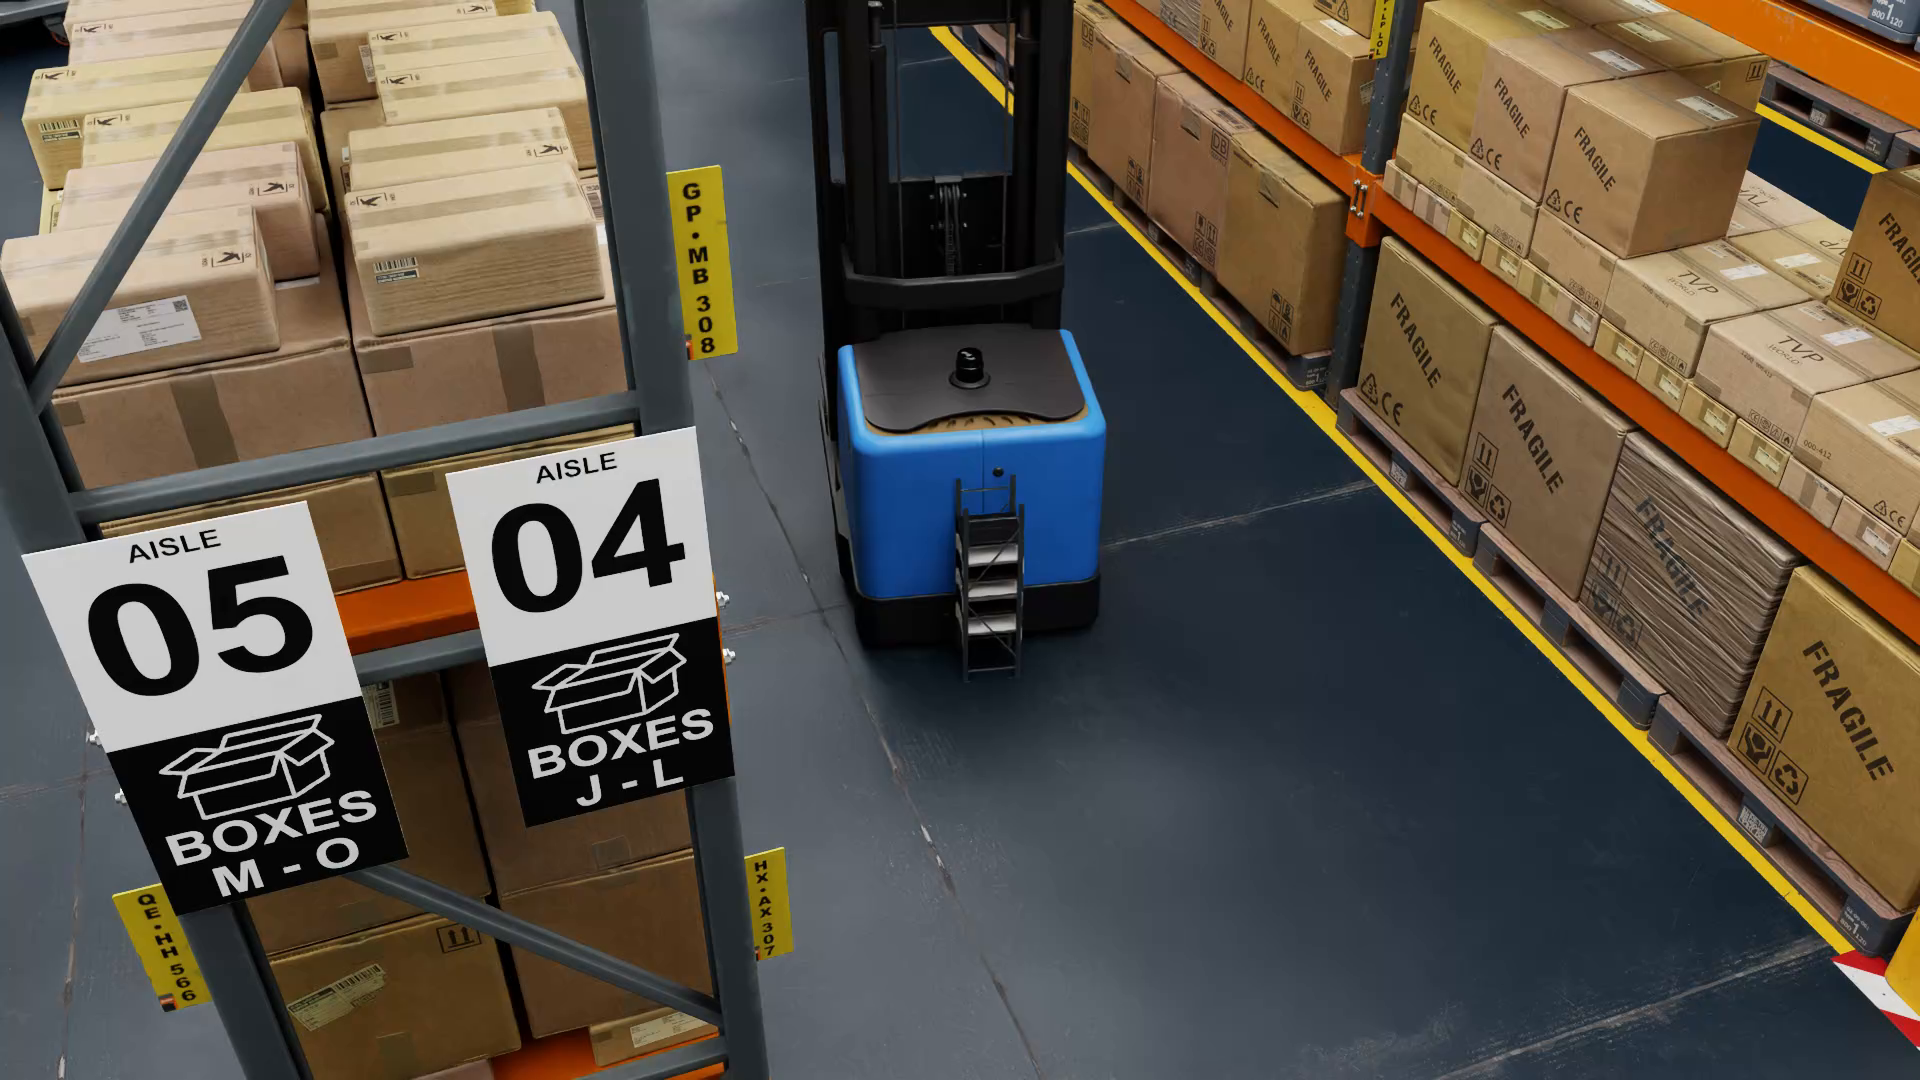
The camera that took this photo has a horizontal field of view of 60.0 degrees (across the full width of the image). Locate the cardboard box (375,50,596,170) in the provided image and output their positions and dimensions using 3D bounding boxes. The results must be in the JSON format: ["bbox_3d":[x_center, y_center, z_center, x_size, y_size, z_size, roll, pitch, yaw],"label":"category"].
[{"bbox_3d":[-0.912,-0.812,3.219,0.380,0.149,0.250,-12,39,-16],"label":"cardboard box"}]

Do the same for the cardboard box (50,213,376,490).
[{"bbox_3d":[-1.316,-0.314,2.889,0.500,0.250,0.500,-14,39,-17],"label":"cardboard box"}]

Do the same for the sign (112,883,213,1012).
[{"bbox_3d":[-1.447,0.747,3.040,0.100,0.325,0.005,-12,39,-16],"label":"sign"}]

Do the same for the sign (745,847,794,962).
[{"bbox_3d":[-0.410,0.774,3.510,0.100,0.325,0.005,-12,39,-16],"label":"sign"}]

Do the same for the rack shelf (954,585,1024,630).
[{"bbox_3d":[0.118,0.267,6.853,0.258,0.077,0.200,-5,37,-6],"label":"rack shelf"}]

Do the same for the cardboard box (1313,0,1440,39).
[{"bbox_3d":[2.169,-2.797,8.054,0.797,0.503,0.637,-13,39,-17],"label":"cardboard box"}]

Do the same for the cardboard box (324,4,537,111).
[{"bbox_3d":[-1.169,-0.990,3.788,0.500,0.250,0.500,-12,39,-15],"label":"cardboard box"}]

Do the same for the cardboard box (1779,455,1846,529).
[{"bbox_3d":[3.079,-0.201,5.732,0.380,0.149,0.250,-12,39,-15],"label":"cardboard box"}]

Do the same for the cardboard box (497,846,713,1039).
[{"bbox_3d":[-0.814,0.762,3.914,0.500,0.500,0.500,-11,38,-14],"label":"cardboard box"}]

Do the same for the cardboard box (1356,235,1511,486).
[{"bbox_3d":[2.548,-0.927,7.905,0.875,0.875,0.875,-12,39,-16],"label":"cardboard box"}]

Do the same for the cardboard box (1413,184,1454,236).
[{"bbox_3d":[2.276,-1.513,7.474,0.380,0.149,0.250,-14,39,-17],"label":"cardboard box"}]

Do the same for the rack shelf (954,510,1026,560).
[{"bbox_3d":[0.118,-0.021,6.636,0.258,0.077,0.200,-5,37,-6],"label":"rack shelf"}]

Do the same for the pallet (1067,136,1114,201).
[{"bbox_3d":[1.220,-2.682,11.136,1.003,0.211,1.213,-12,39,-16],"label":"pallet"}]

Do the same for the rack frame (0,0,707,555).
[{"bbox_3d":[-0.919,-1.164,1.816,1.000,3.000,0.127,-12,39,-16],"label":"rack frame"}]

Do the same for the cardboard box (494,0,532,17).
[{"bbox_3d":[-1.185,-1.241,3.790,0.380,0.149,0.250,-11,38,-15],"label":"cardboard box"}]

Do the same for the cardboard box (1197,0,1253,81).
[{"bbox_3d":[1.629,-2.820,8.917,0.500,0.500,0.500,-13,39,-16],"label":"cardboard box"}]

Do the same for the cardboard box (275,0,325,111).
[{"bbox_3d":[-1.830,-1.180,4.039,0.500,0.250,0.500,-14,39,-18],"label":"cardboard box"}]

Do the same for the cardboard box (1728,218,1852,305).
[{"bbox_3d":[3.322,-0.994,6.454,0.500,0.250,0.500,-13,39,-17],"label":"cardboard box"}]

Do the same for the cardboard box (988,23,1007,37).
[{"bbox_3d":[0.568,-4.119,12.438,0.700,0.500,0.500,-16,40,-20],"label":"cardboard box"}]

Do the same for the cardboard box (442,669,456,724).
[{"bbox_3d":[-1.484,0.181,3.856,0.500,0.500,0.500,-14,39,-17],"label":"cardboard box"}]

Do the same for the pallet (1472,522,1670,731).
[{"bbox_3d":[3.008,0.252,7.240,1.003,0.211,1.213,-12,39,-16],"label":"pallet"}]

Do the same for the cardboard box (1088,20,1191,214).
[{"bbox_3d":[1.537,-2.677,10.228,1.225,0.875,0.875,-12,39,-16],"label":"cardboard box"}]

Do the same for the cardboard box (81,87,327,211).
[{"bbox_3d":[-1.391,-0.697,3.066,0.380,0.149,0.250,-14,39,-17],"label":"cardboard box"}]

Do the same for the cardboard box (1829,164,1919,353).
[{"bbox_3d":[3.505,-0.997,5.835,0.500,0.500,0.500,-13,39,-17],"label":"cardboard box"}]

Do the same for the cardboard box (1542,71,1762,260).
[{"bbox_3d":[2.667,-1.460,6.449,0.500,0.500,0.500,-14,39,-17],"label":"cardboard box"}]

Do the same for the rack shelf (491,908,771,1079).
[{"bbox_3d":[-1.607,0.389,5.338,1.077,0.370,4.000,-12,39,-16],"label":"rack shelf"}]

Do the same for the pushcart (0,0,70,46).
[{"bbox_3d":[-7.538,-3.918,12.638,1.648,0.377,0.936,-27,45,-31],"label":"pushcart"}]

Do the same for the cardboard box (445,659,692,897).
[{"bbox_3d":[-0.824,0.365,3.611,0.500,0.500,0.500,-13,39,-16],"label":"cardboard box"}]

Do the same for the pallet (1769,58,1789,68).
[{"bbox_3d":[5.981,-3.732,12.529,1.003,0.211,1.213,-12,39,-16],"label":"pallet"}]

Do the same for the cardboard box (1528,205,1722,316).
[{"bbox_3d":[2.662,-1.163,6.679,0.500,0.250,0.500,-12,38,-15],"label":"cardboard box"}]

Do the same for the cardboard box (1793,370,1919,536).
[{"bbox_3d":[3.183,-0.302,5.536,0.500,0.250,0.500,-13,39,-17],"label":"cardboard box"}]

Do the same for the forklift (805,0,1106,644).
[{"bbox_3d":[-0.117,-1.609,7.450,1.130,2.935,3.031,-5,37,-6],"label":"forklift"}]

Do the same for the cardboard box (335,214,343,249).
[{"bbox_3d":[-1.665,-0.678,3.789,0.500,0.250,0.500,-11,38,-14],"label":"cardboard box"}]

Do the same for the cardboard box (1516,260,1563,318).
[{"bbox_3d":[2.548,-1.071,6.888,0.380,0.149,0.250,-13,39,-17],"label":"cardboard box"}]

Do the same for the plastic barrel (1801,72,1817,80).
[{"bbox_3d":[6.243,-3.576,11.660,0.600,0.588,0.708,-12,39,-16],"label":"plastic barrel"}]

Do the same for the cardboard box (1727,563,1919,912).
[{"bbox_3d":[3.477,0.598,5.880,0.875,0.875,0.875,-12,39,-16],"label":"cardboard box"}]

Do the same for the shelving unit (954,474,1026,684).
[{"bbox_3d":[0.118,0.168,6.779,0.258,0.900,0.210,-5,37,-6],"label":"shelving unit"}]

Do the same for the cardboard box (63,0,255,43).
[{"bbox_3d":[-1.720,-1.122,3.631,0.380,0.149,0.250,-12,39,-15],"label":"cardboard box"}]

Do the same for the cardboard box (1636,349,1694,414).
[{"bbox_3d":[2.815,-0.634,6.308,0.380,0.149,0.250,-12,39,-15],"label":"cardboard box"}]

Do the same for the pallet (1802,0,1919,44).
[{"bbox_3d":[3.084,-2.008,5.503,1.003,0.211,1.213,-12,39,-16],"label":"pallet"}]
